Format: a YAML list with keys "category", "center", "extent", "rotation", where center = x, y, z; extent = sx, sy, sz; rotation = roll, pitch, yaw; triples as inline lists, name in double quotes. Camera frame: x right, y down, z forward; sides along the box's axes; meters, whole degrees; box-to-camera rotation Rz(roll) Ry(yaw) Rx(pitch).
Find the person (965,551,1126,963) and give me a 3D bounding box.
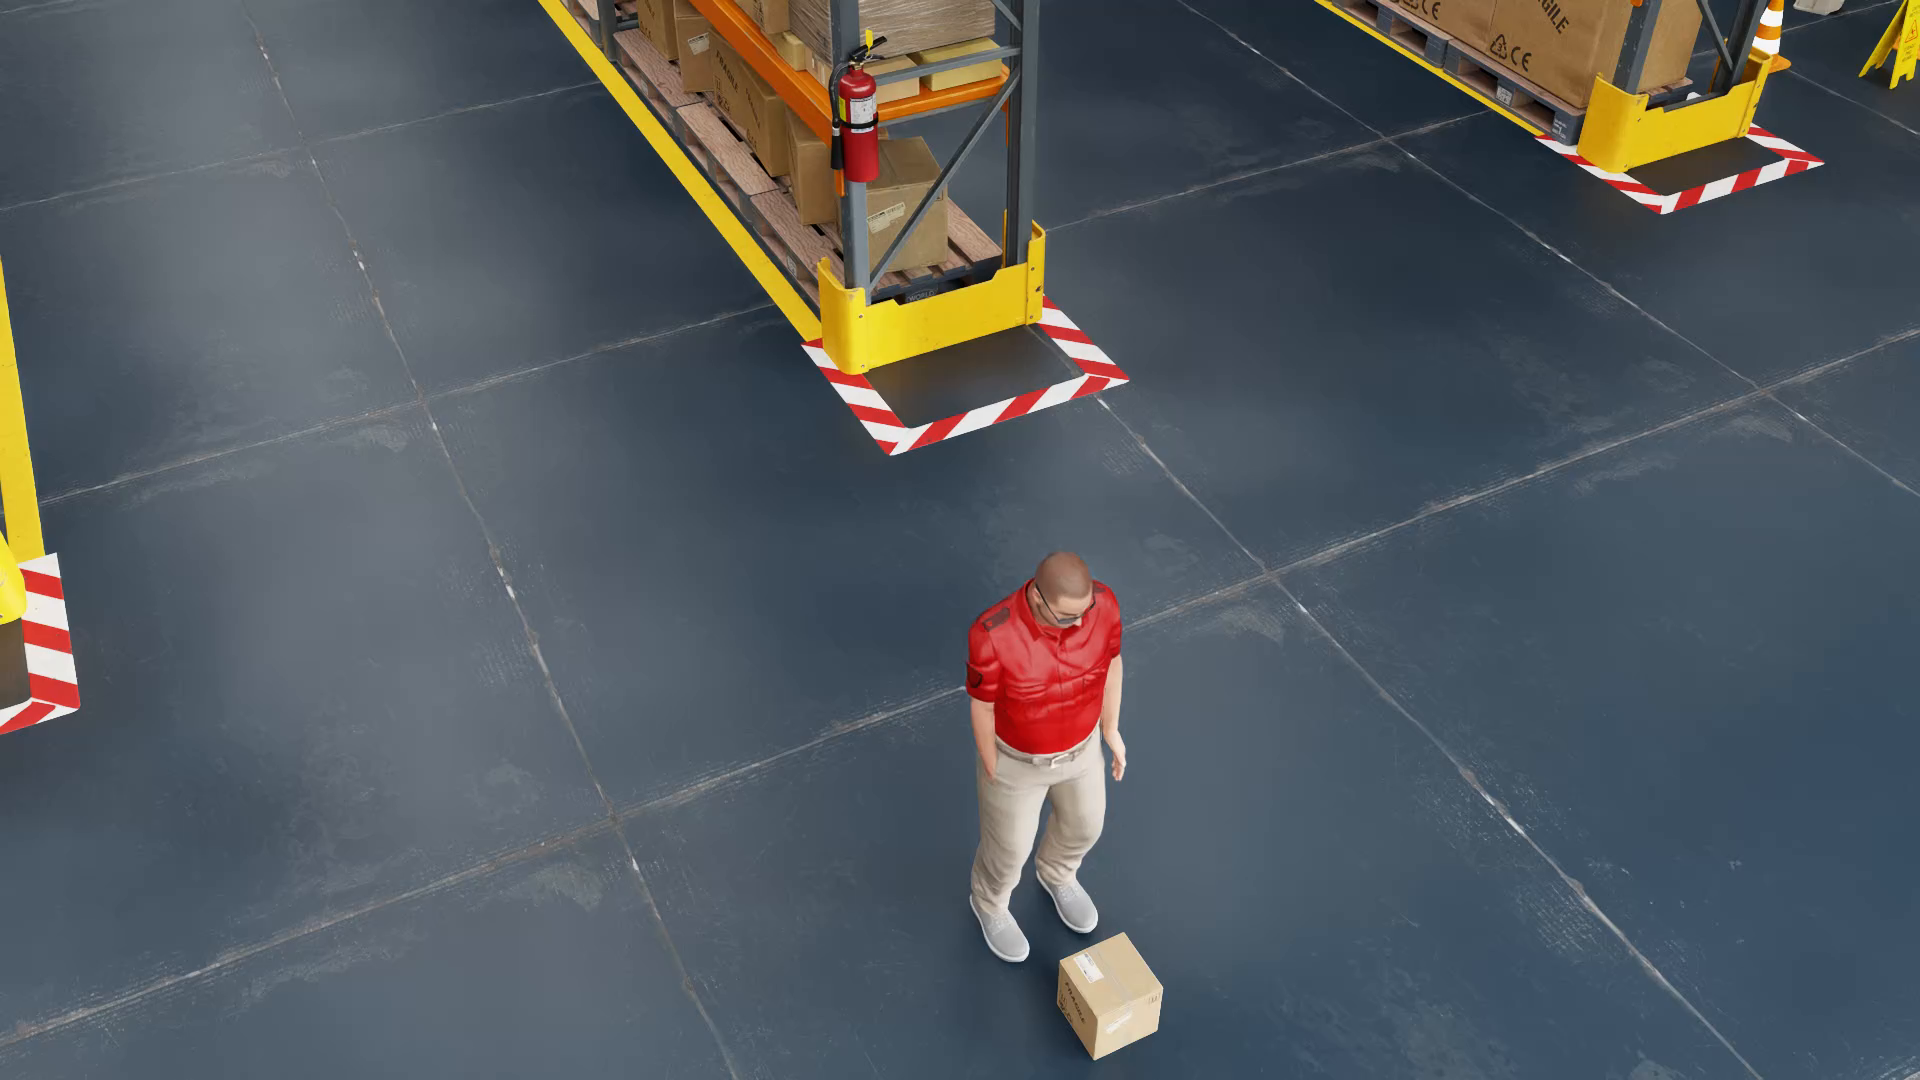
- category: "person"
  center: [0.283, 0.677, 5.412]
  extent: [0.538, 1.713, 0.363]
  rotation: [-18, 44, -19]
